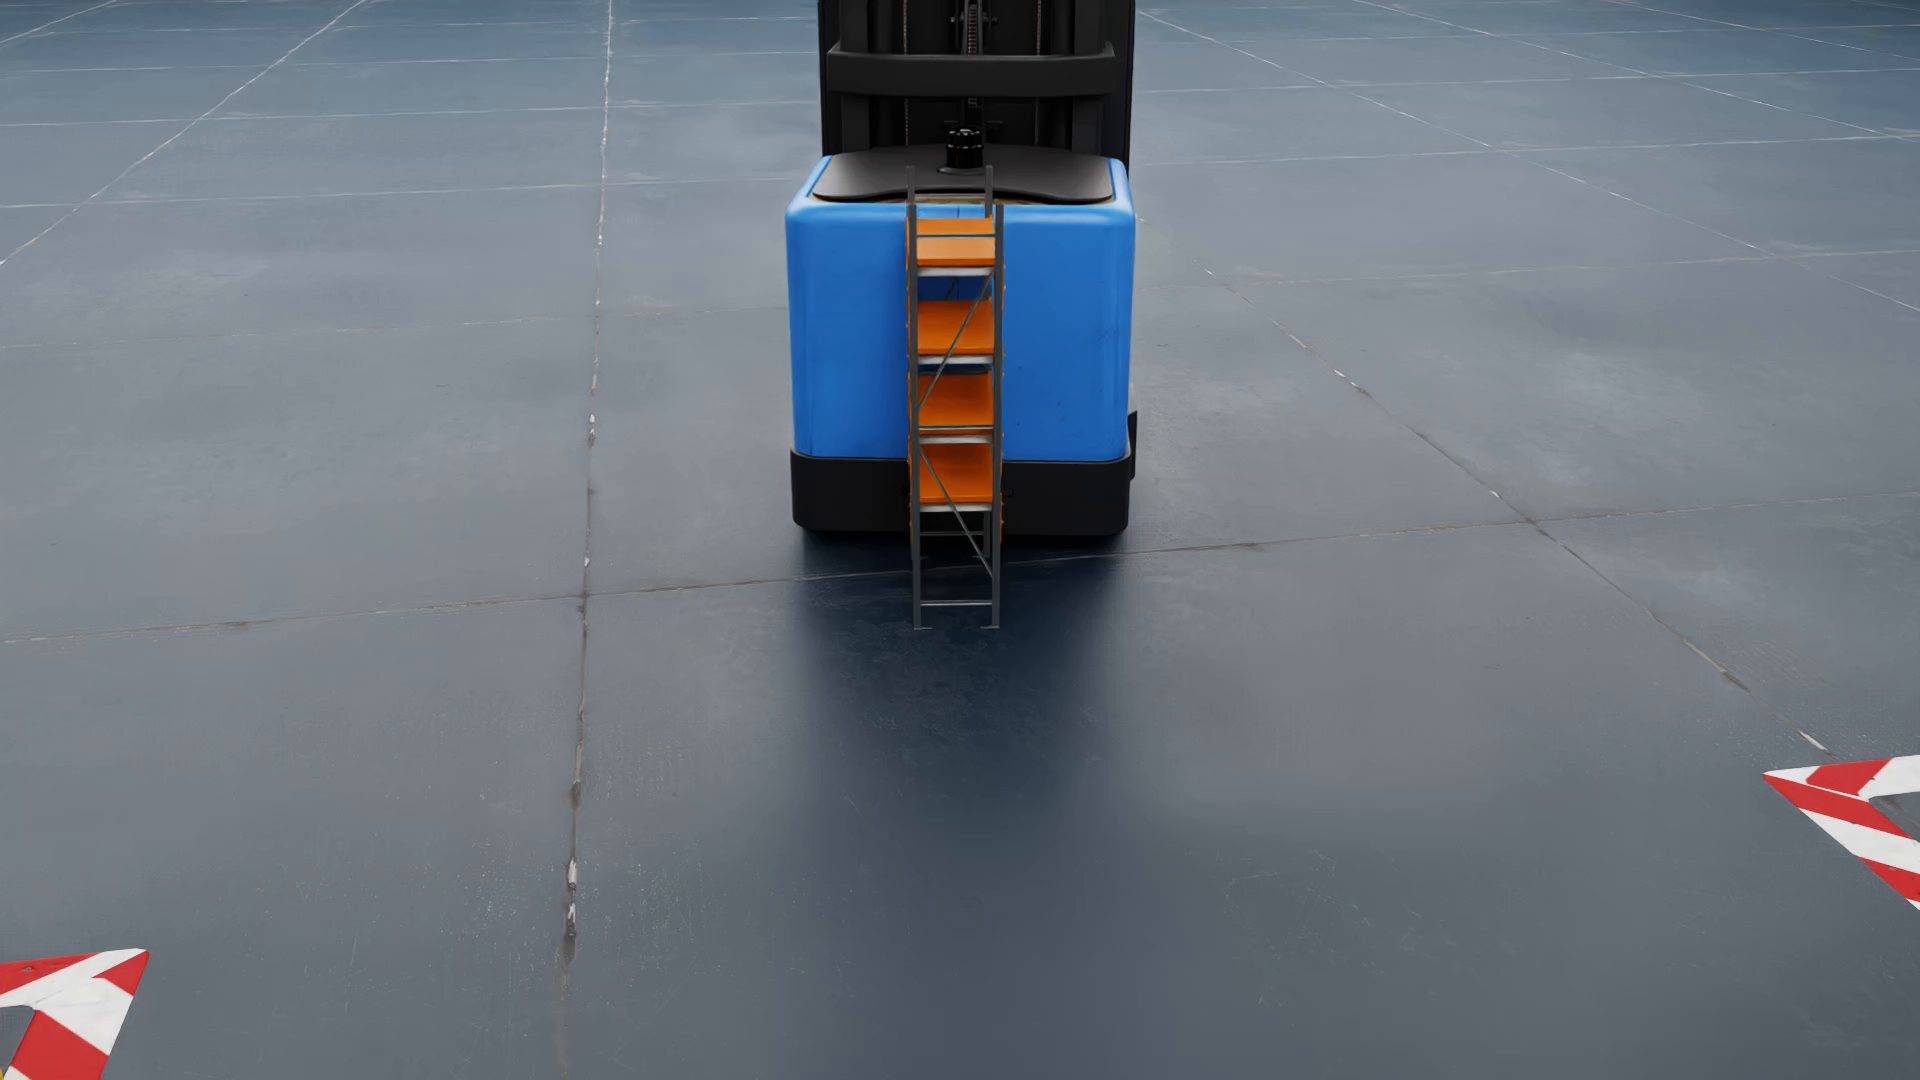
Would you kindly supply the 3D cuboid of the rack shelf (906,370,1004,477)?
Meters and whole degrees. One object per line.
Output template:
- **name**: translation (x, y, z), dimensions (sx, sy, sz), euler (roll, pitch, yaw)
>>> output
- **rack shelf**: translation (-0.019, -0.334, 4.683), dimensions (0.258, 0.148, 0.480), euler (-1, 24, -2)

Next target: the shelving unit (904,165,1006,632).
- **shelving unit**: translation (-0.019, -0.396, 4.657), dimensions (0.258, 1.200, 0.503), euler (-1, 24, -2)

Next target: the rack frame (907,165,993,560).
- **rack frame**: translation (-0.028, -0.493, 4.880), dimensions (0.240, 1.200, 0.015), euler (-1, 24, -2)

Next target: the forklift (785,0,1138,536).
- **forklift**: translation (0.069, -1.902, 5.942), dimensions (1.130, 2.935, 3.031), euler (1, 24, 3)

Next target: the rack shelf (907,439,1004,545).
- **rack shelf**: translation (-0.019, -0.152, 4.763), dimensions (0.258, 0.148, 0.480), euler (-1, 24, -2)

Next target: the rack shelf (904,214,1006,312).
- **rack shelf**: translation (-0.019, -0.756, 4.499), dimensions (0.258, 0.148, 0.480), euler (-1, 24, -2)

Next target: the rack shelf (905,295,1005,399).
- **rack shelf**: translation (-0.019, -0.539, 4.594), dimensions (0.258, 0.148, 0.480), euler (-1, 24, -2)

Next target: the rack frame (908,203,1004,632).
- **rack frame**: translation (-0.010, -0.298, 4.433), dimensions (0.240, 1.200, 0.015), euler (-1, 24, -2)
